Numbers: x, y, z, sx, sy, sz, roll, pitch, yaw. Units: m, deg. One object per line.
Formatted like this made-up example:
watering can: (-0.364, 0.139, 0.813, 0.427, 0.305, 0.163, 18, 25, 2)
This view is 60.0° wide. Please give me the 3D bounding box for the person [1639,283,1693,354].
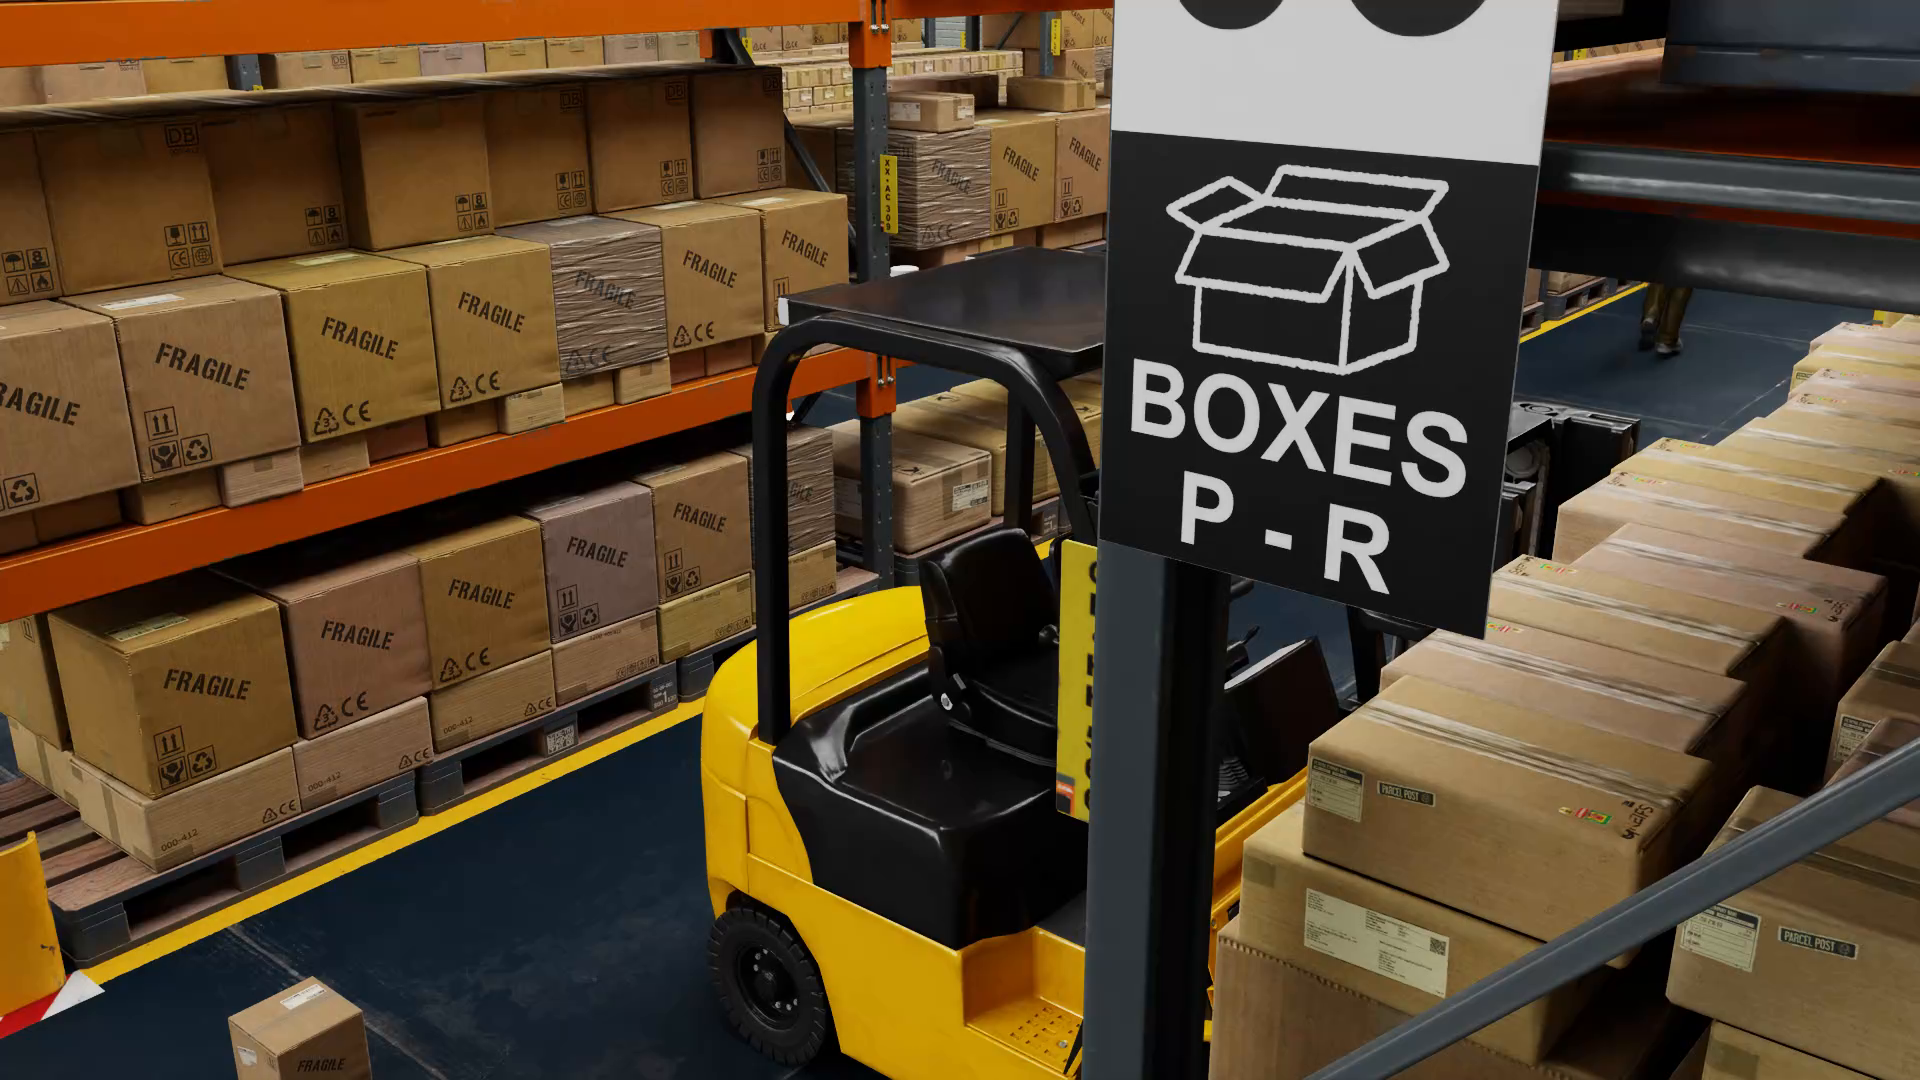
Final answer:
person: (5.354, -2.267, 12.346, 0.580, 1.818, 0.536, 17, 26, 39)
